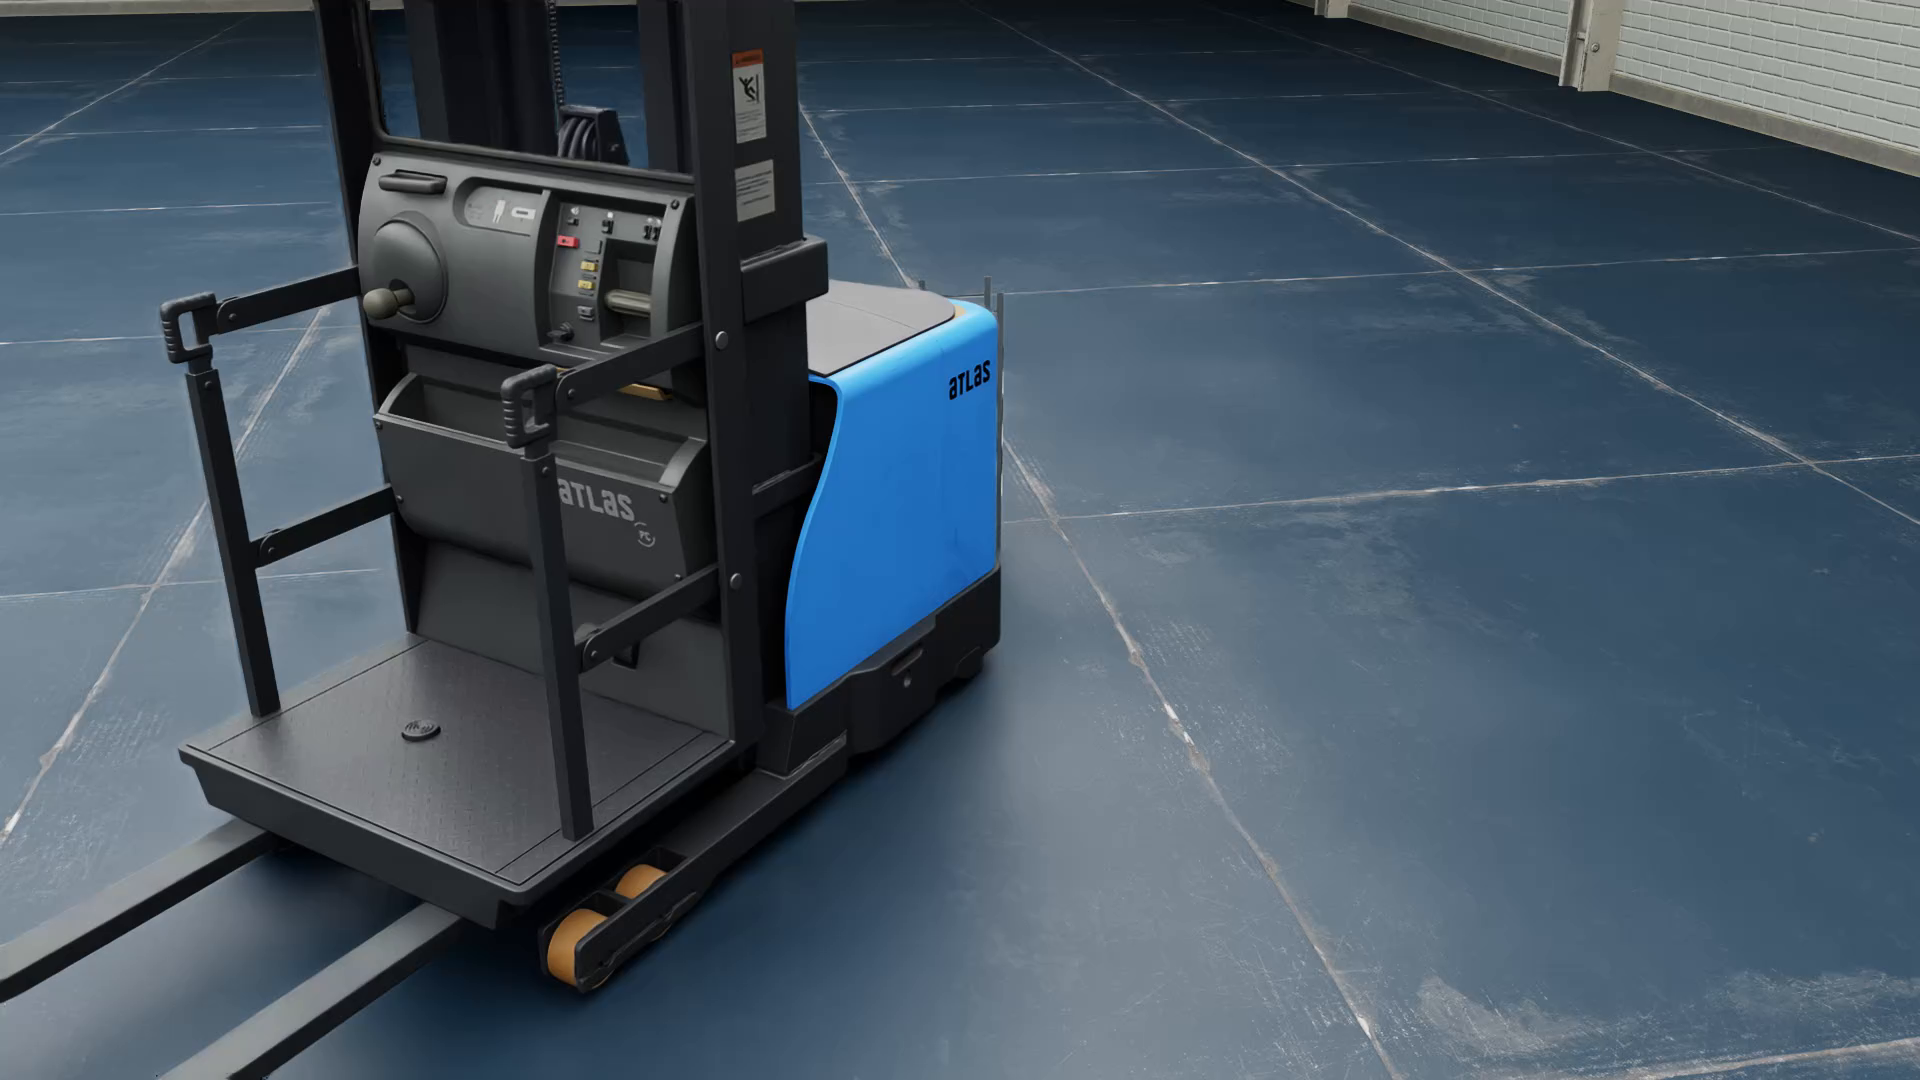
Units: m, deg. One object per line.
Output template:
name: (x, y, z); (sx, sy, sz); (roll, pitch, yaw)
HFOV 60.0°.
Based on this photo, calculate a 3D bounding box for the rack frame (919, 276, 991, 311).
rack frame: (-0.017, -0.449, 5.654); (0.240, 0.900, 0.006); (-4, 24, -10)

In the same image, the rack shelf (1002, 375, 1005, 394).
rack shelf: (0.001, -0.544, 5.504); (0.258, 0.077, 0.200); (-4, 24, -10)

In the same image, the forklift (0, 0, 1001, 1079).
forklift: (-1.078, -0.596, 3.452); (1.130, 2.935, 3.031); (14, 27, 28)

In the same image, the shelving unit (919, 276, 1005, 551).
shelving unit: (0.001, -0.409, 5.563); (0.258, 0.900, 0.210); (-4, 24, -10)

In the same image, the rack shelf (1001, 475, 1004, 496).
rack shelf: (0.001, -0.214, 5.648); (0.258, 0.077, 0.200); (-4, 24, -10)

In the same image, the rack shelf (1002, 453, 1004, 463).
rack shelf: (0.001, -0.296, 5.612); (0.258, 0.077, 0.200); (-4, 24, -10)

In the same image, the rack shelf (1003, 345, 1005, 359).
rack shelf: (0.001, -0.626, 5.468); (0.258, 0.077, 0.200); (-4, 24, -10)

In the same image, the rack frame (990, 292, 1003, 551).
rack frame: (0.020, -0.369, 5.471); (0.240, 0.900, 0.006); (-4, 24, -10)

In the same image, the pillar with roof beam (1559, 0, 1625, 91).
pillar with roof beam: (1.496, -7.952, 12.714); (9.100, 9.000, 0.400); (-4, 24, -10)

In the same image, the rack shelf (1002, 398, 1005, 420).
rack shelf: (0.001, -0.461, 5.540); (0.258, 0.077, 0.200); (-4, 24, -10)

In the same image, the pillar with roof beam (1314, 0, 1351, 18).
pillar with roof beam: (0.387, -10.312, 18.118); (9.100, 9.000, 0.400); (-4, 24, -10)

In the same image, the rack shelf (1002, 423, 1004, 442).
rack shelf: (0.001, -0.379, 5.576); (0.258, 0.077, 0.200); (-4, 24, -10)
